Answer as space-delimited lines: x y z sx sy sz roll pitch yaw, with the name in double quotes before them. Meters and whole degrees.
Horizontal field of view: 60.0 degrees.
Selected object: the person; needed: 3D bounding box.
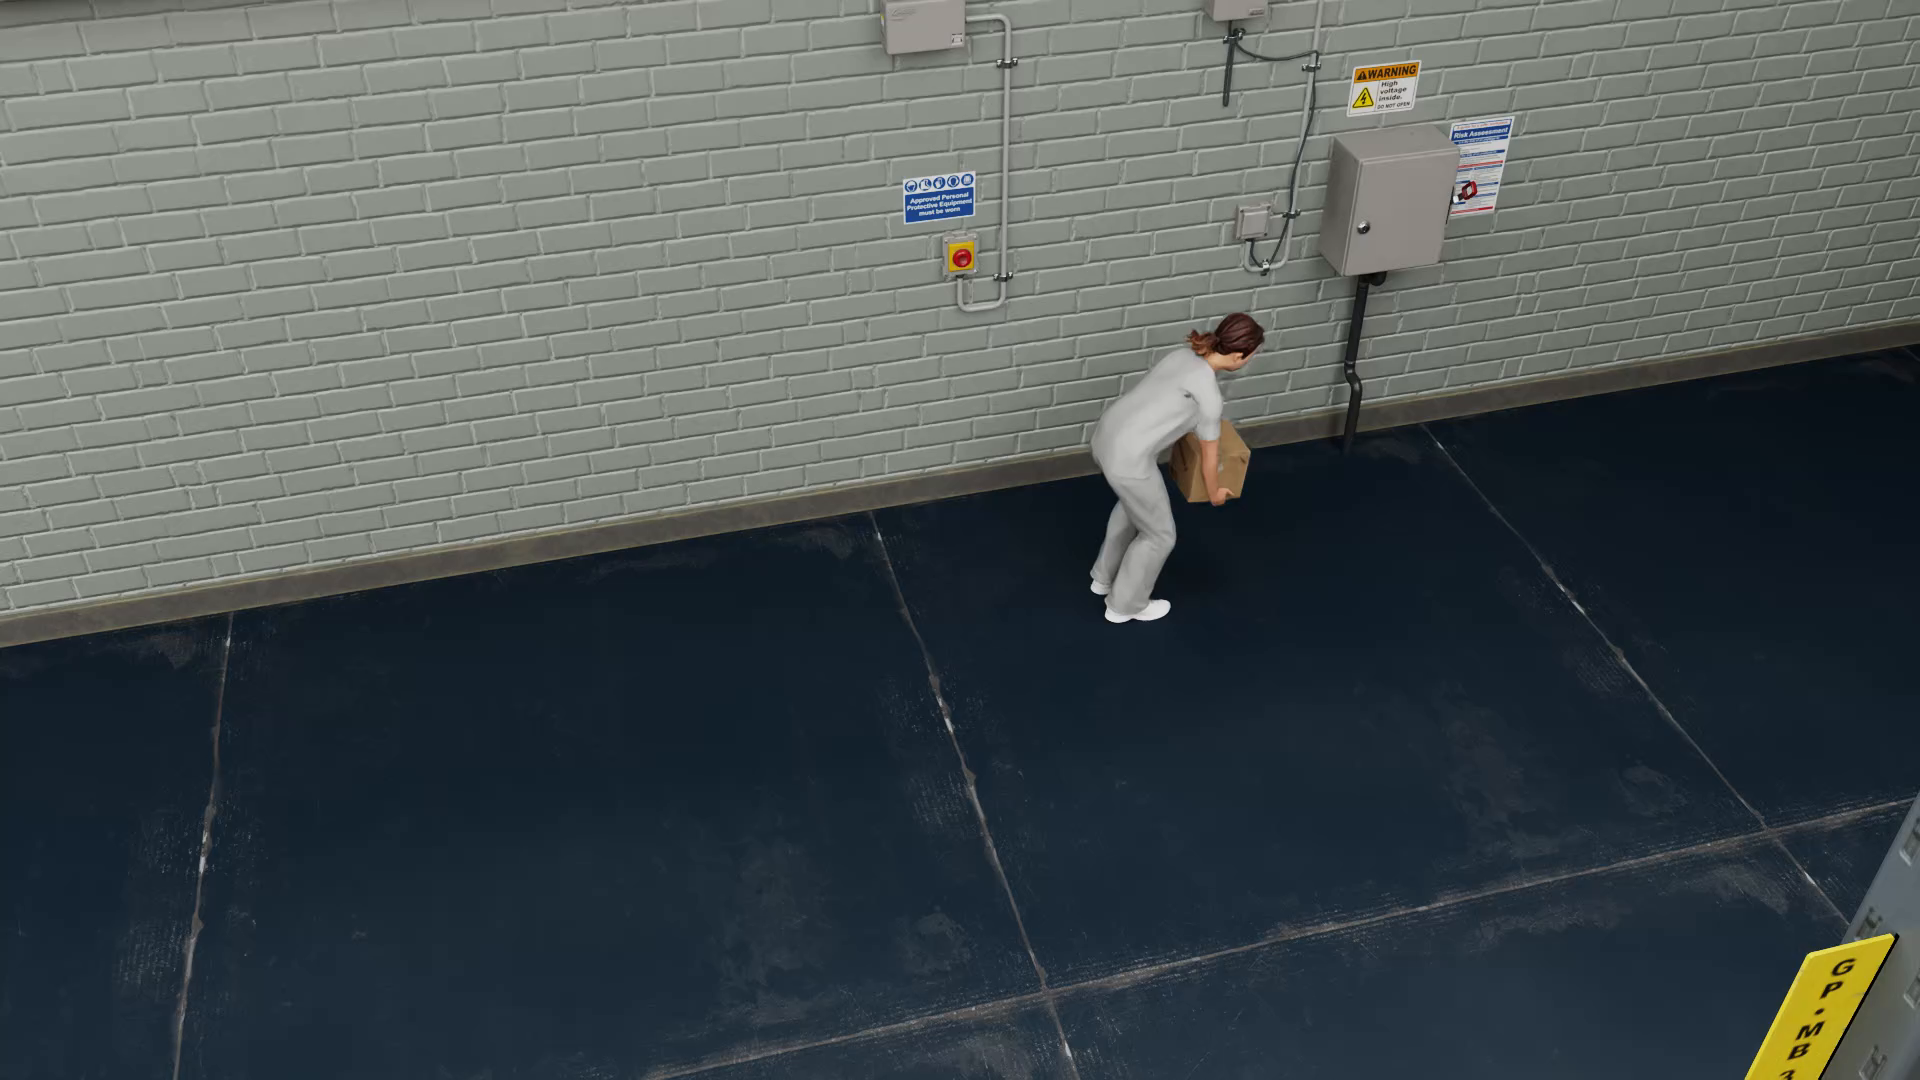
"person" 0.931 -0.316 7.304 0.723 1.446 0.415 -10 39 -13
